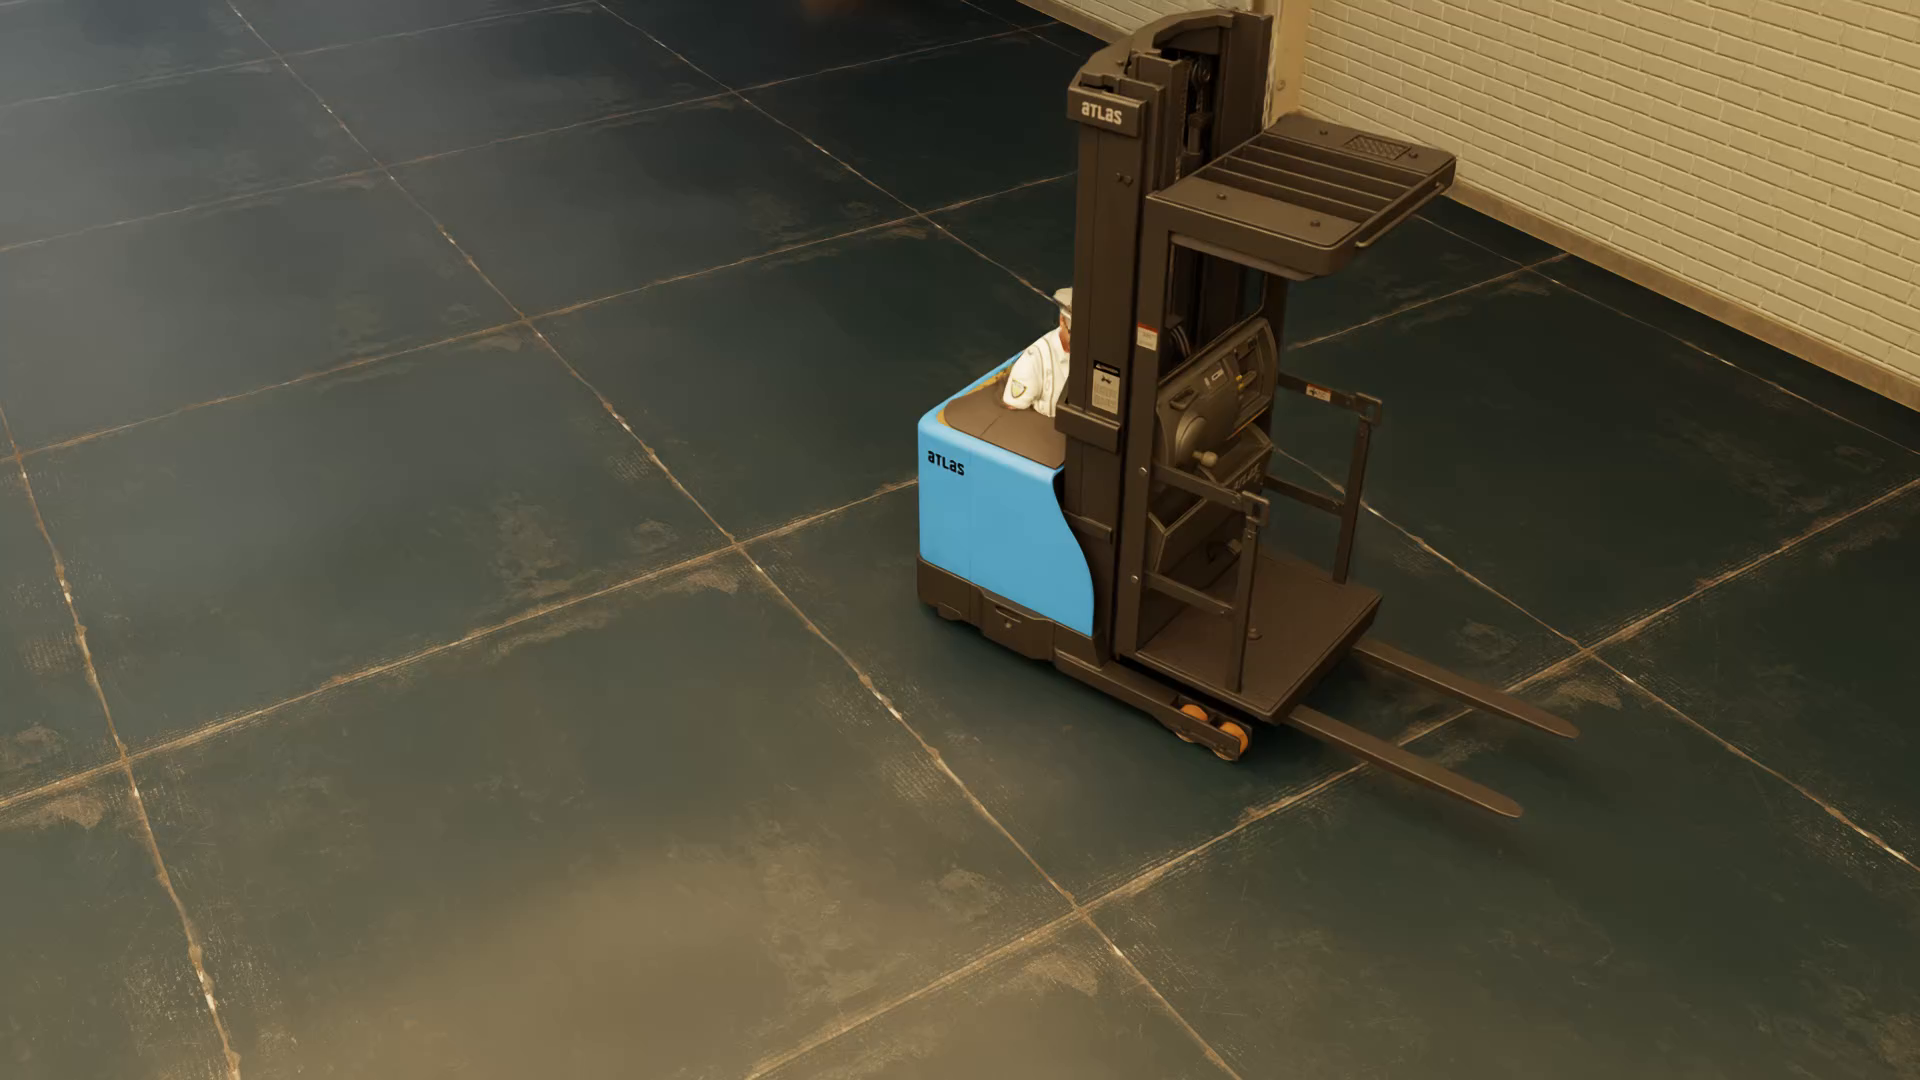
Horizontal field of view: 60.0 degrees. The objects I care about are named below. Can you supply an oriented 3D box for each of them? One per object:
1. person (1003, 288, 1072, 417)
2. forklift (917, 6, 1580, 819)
[{"bbox_3d":[0.567,-0.367,7.788,0.774,1.699,0.544,-3,35,-5],"label":"person"},{"bbox_3d":[1.264,-0.578,6.970,3.031,2.935,1.130,24,42,30],"label":"forklift"}]
